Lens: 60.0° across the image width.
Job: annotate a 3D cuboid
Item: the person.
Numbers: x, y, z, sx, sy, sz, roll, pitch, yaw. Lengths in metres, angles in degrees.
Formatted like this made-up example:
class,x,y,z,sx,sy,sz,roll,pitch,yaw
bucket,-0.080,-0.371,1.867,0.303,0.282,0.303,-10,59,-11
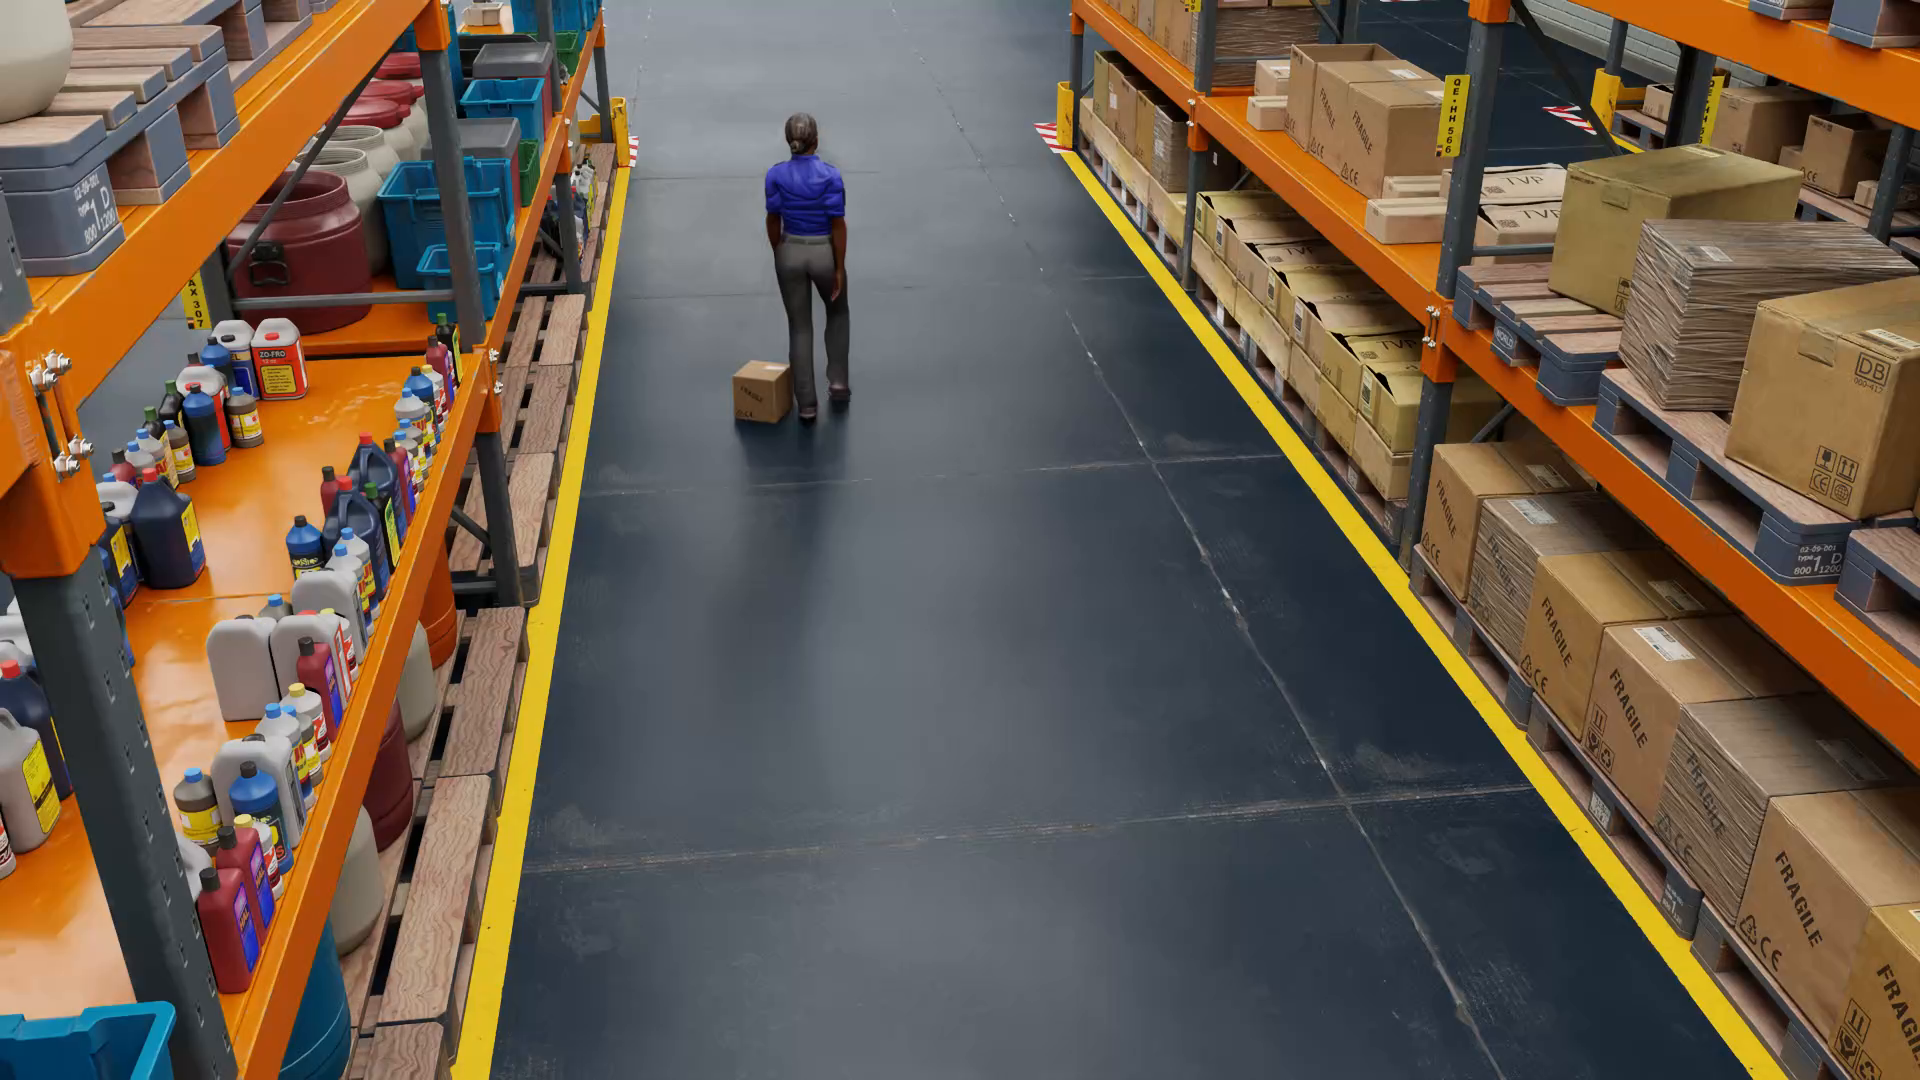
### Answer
class,x,y,z,sx,sy,sz,roll,pitch,yaw
person,-0.816,-1.468,9.004,0.442,1.717,0.577,0,27,1
